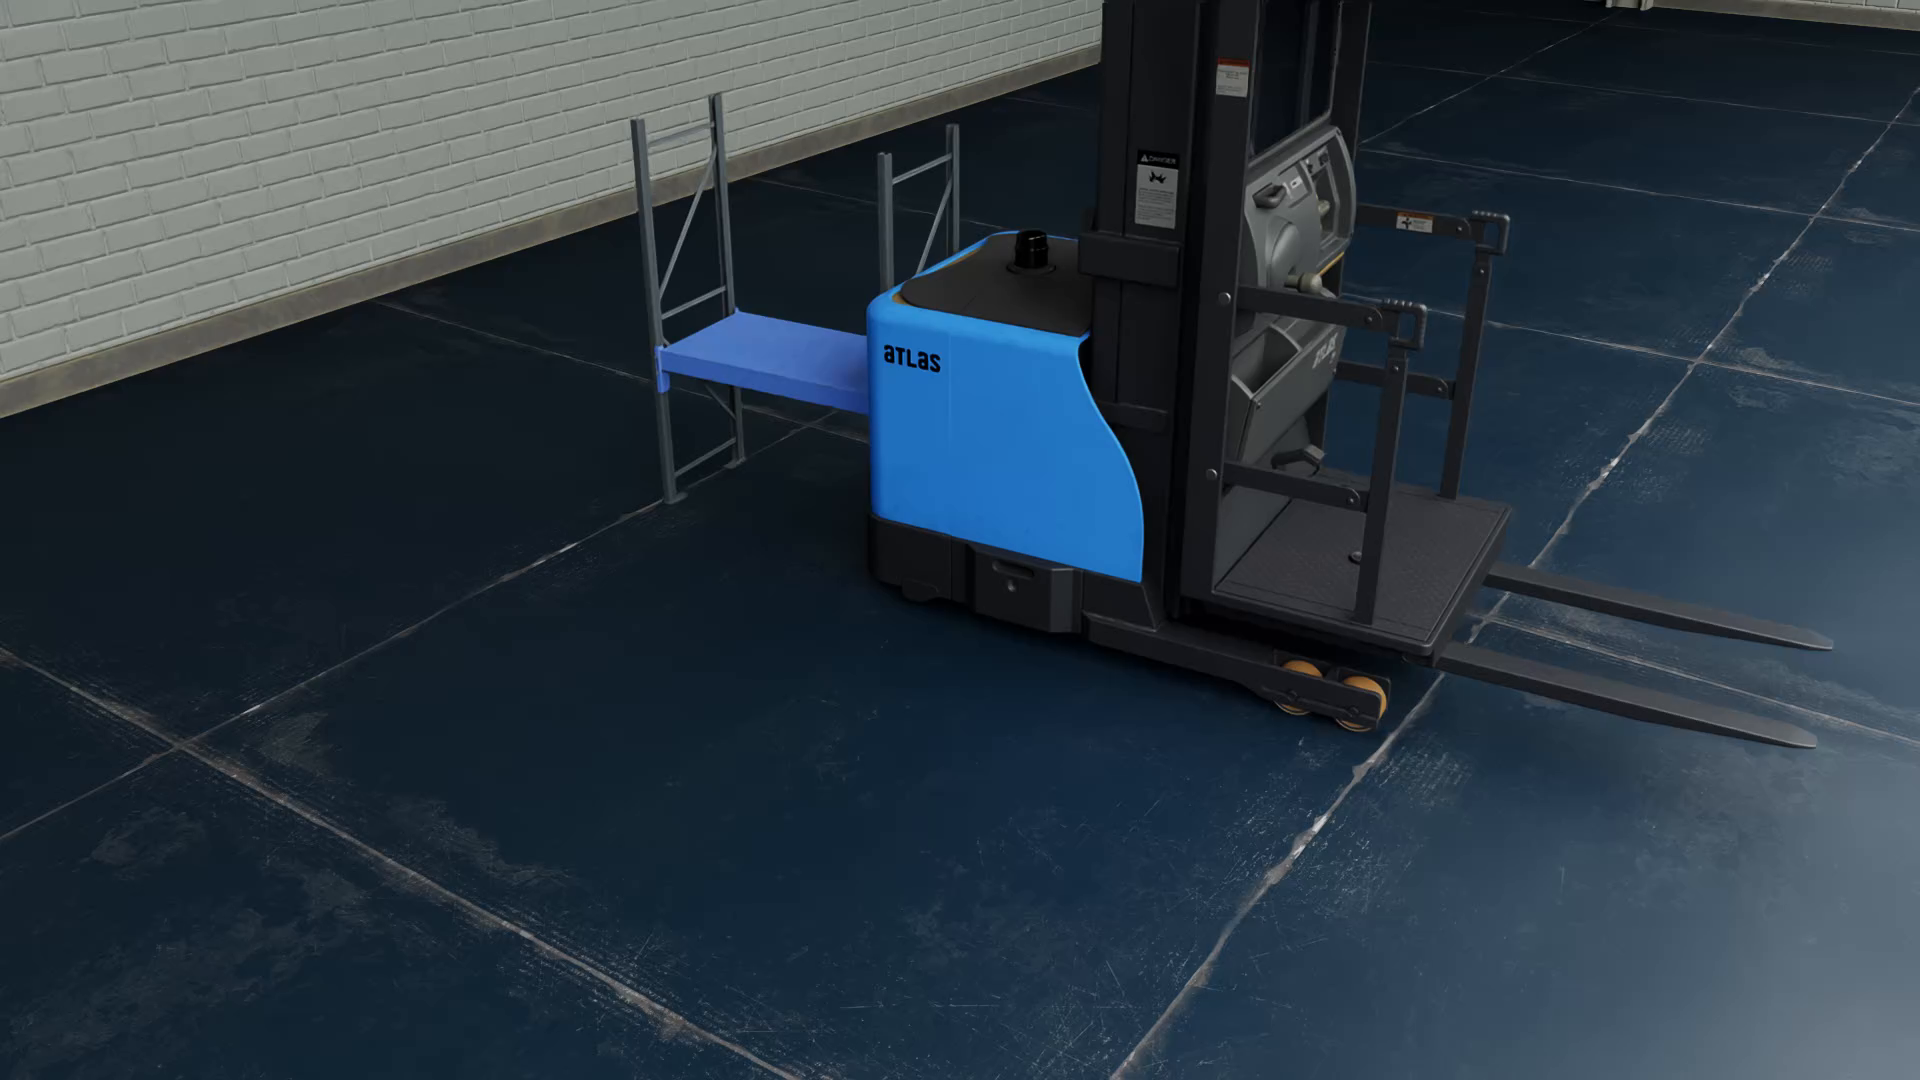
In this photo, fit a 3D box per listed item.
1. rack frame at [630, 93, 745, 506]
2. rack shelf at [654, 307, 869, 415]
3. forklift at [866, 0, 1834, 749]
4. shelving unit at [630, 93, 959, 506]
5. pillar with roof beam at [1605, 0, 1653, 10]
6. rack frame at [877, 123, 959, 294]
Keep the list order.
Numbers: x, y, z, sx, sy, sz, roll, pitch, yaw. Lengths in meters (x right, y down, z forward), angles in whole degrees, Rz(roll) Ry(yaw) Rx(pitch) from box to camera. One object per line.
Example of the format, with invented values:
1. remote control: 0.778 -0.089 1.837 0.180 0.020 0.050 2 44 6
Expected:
1. rack frame: -1.026 -0.906 6.376 0.032 1.500 0.500 14 30 26
2. rack shelf: -0.581 -0.634 6.238 1.000 0.185 0.538 14 30 26
3. forklift: 1.217 -0.995 4.973 3.031 2.935 1.130 14 30 26
4. shelving unit: -0.581 -0.794 6.156 1.048 1.500 0.538 14 30 26
5. pillar with roof beam: 4.368 -7.828 11.710 0.400 9.000 9.100 17 32 30
6. rack frame: -0.137 -0.682 5.937 0.032 1.500 0.500 14 30 26
